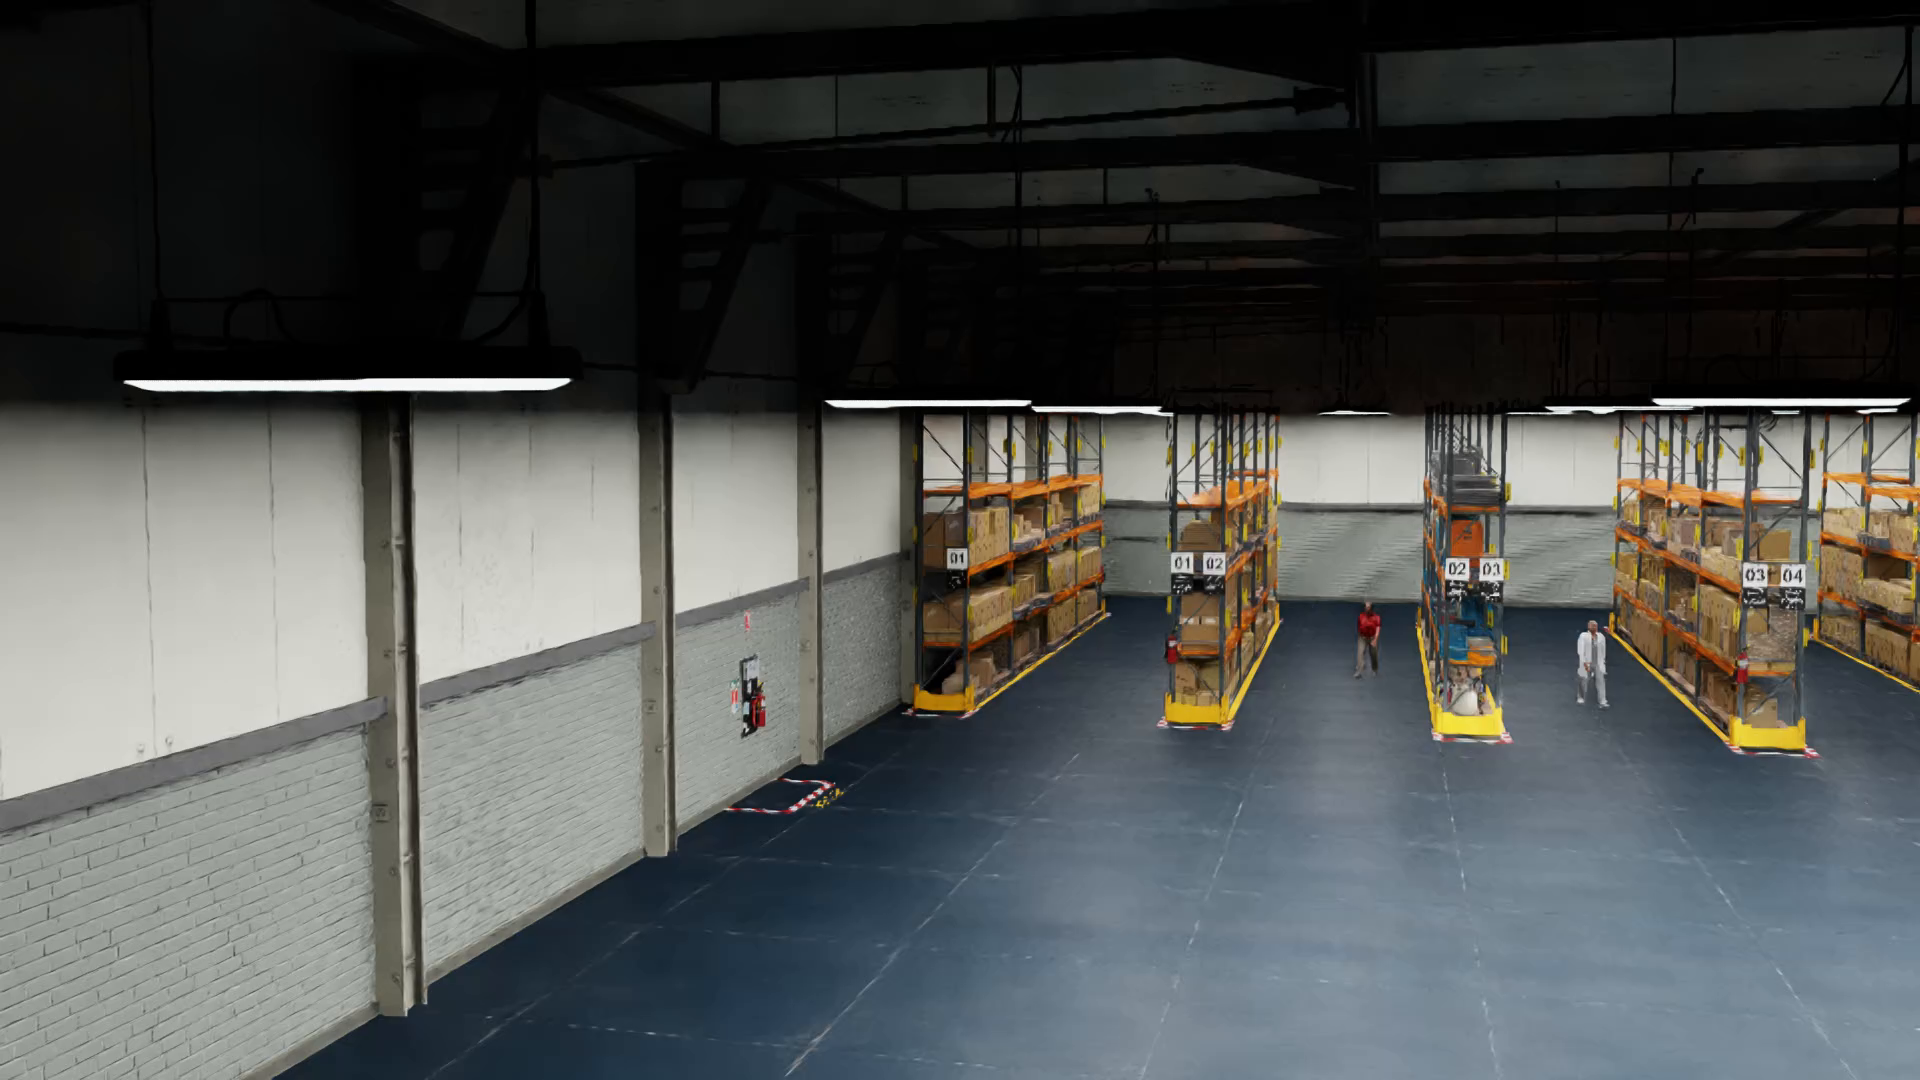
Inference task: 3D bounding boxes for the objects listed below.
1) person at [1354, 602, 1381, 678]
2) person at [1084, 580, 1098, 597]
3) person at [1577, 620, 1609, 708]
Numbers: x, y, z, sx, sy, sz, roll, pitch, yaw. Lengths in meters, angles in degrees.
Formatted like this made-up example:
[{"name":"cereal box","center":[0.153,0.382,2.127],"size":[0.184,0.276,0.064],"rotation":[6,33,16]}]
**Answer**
[{"name":"person","center":[8.971,2.221,36.517],"size":[0.532,1.578,1.023],"rotation":[2,5,23]},{"name":"person","center":[3.853,1.267,49.050],"size":[0.621,1.656,0.475],"rotation":[-4,6,-43]},{"name":"person","center":[12.463,2.426,32.807],"size":[0.580,1.715,1.102],"rotation":[0,4,6]}]
